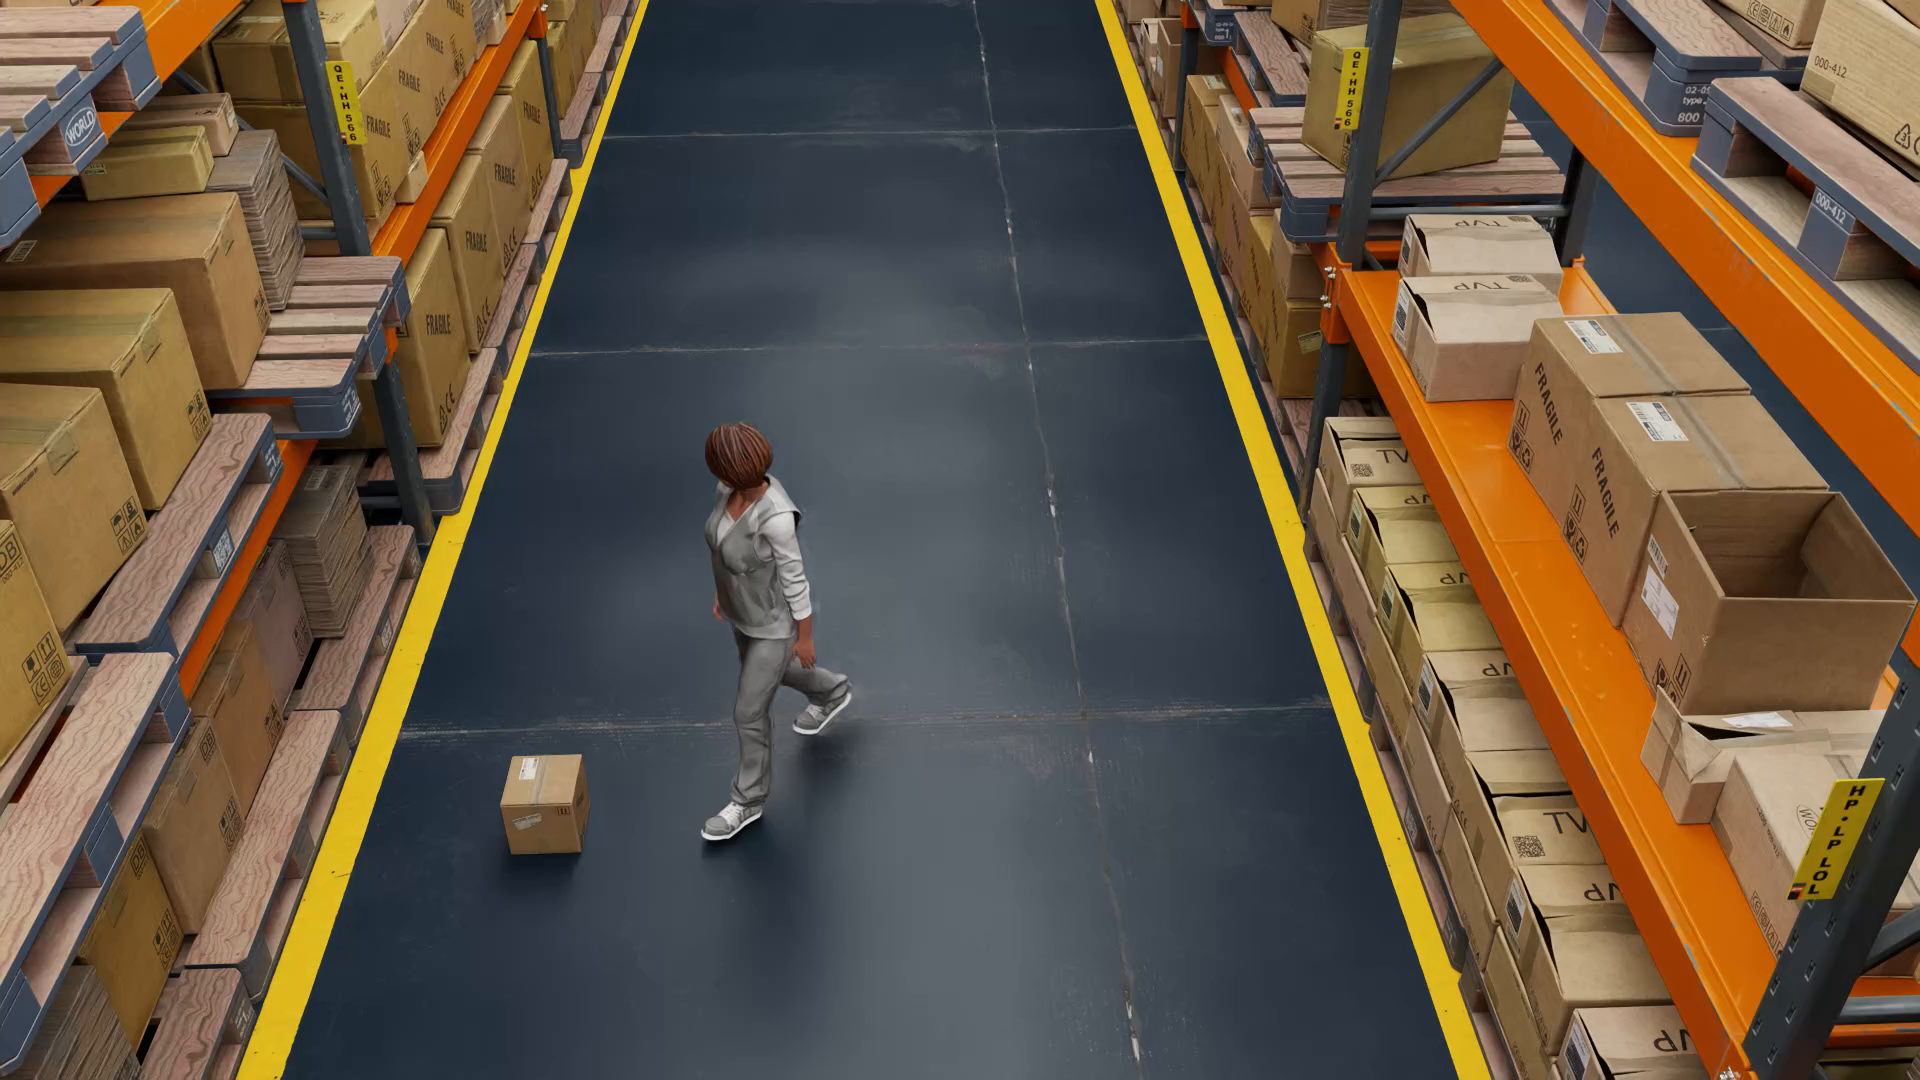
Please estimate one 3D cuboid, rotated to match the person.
[{"bbox_3d":[-0.680,0.255,5.793,0.791,1.557,0.441,-22,41,-27],"label":"person"}]
